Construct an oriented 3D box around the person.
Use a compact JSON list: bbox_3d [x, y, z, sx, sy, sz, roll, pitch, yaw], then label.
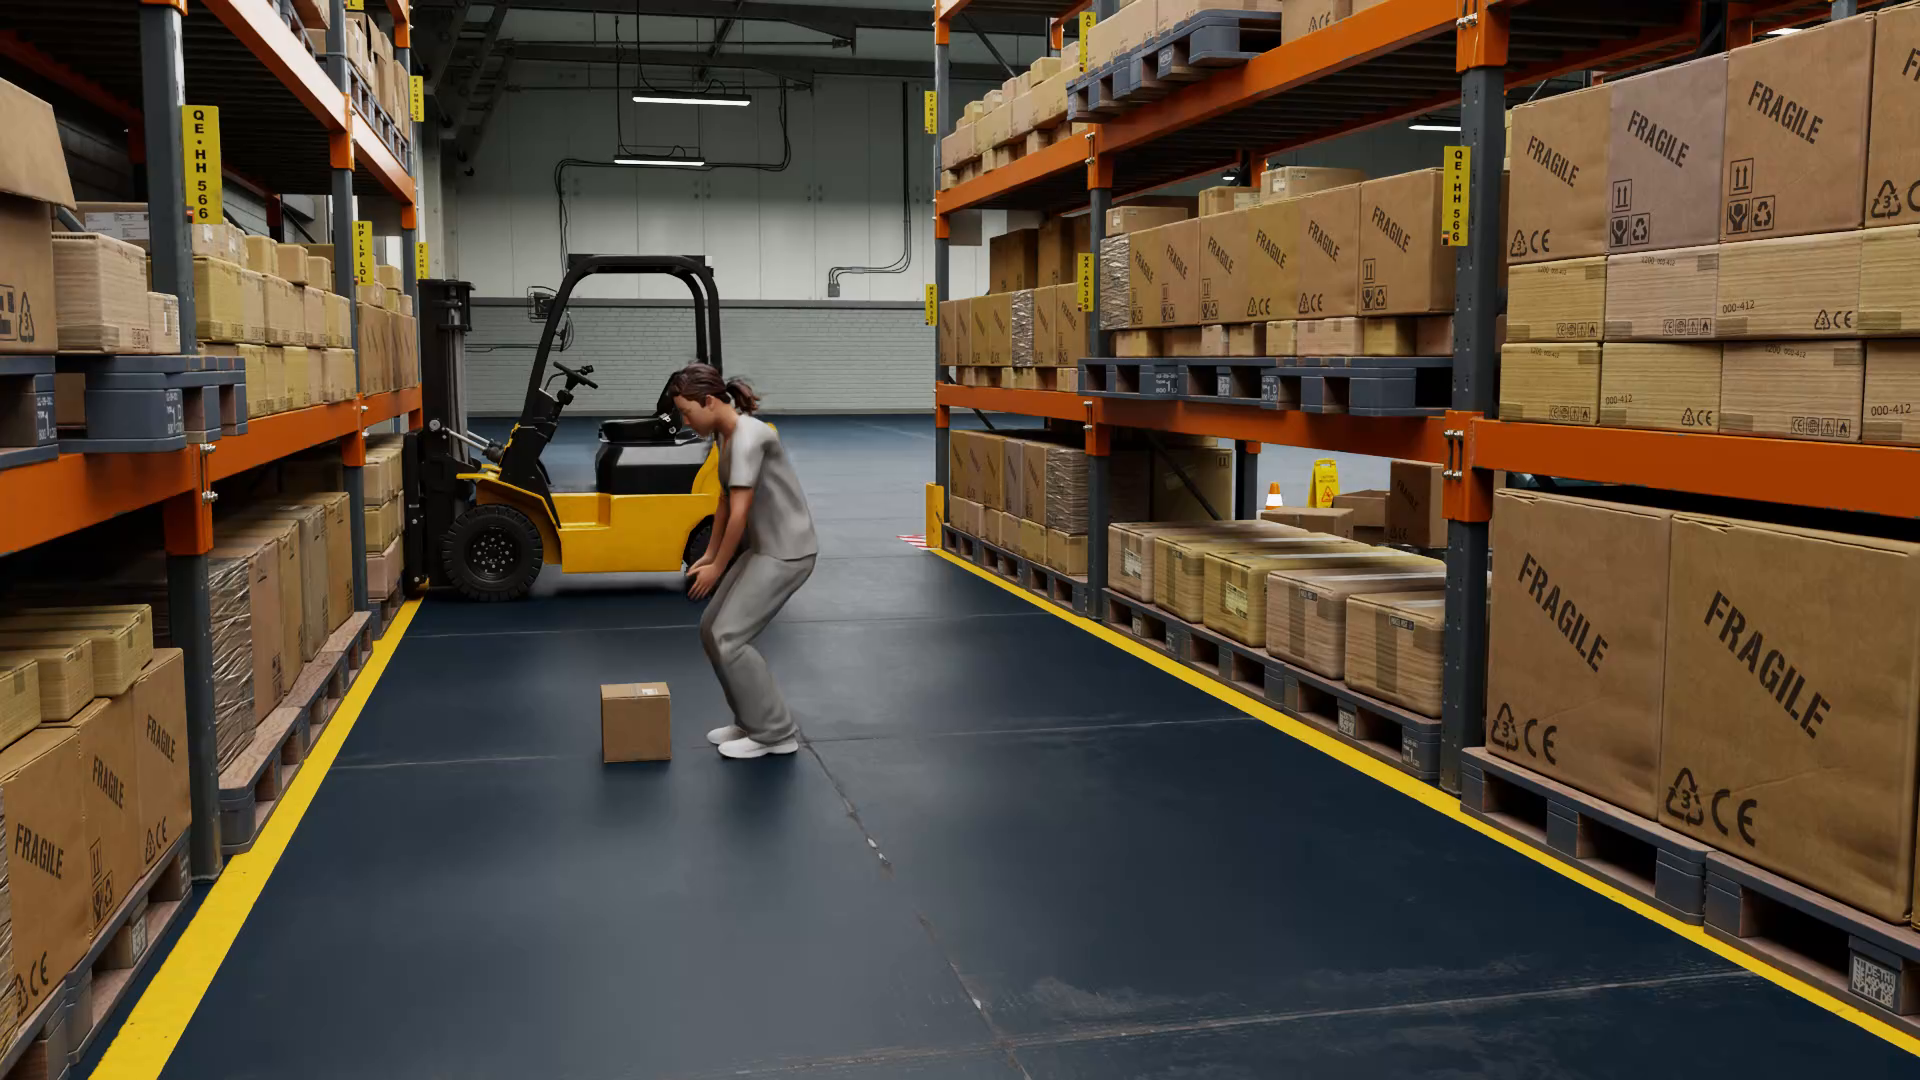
[{"bbox_3d":[-0.815,0.075,6.337,0.553,1.493,0.486,-1,6,-13],"label":"person"}]
